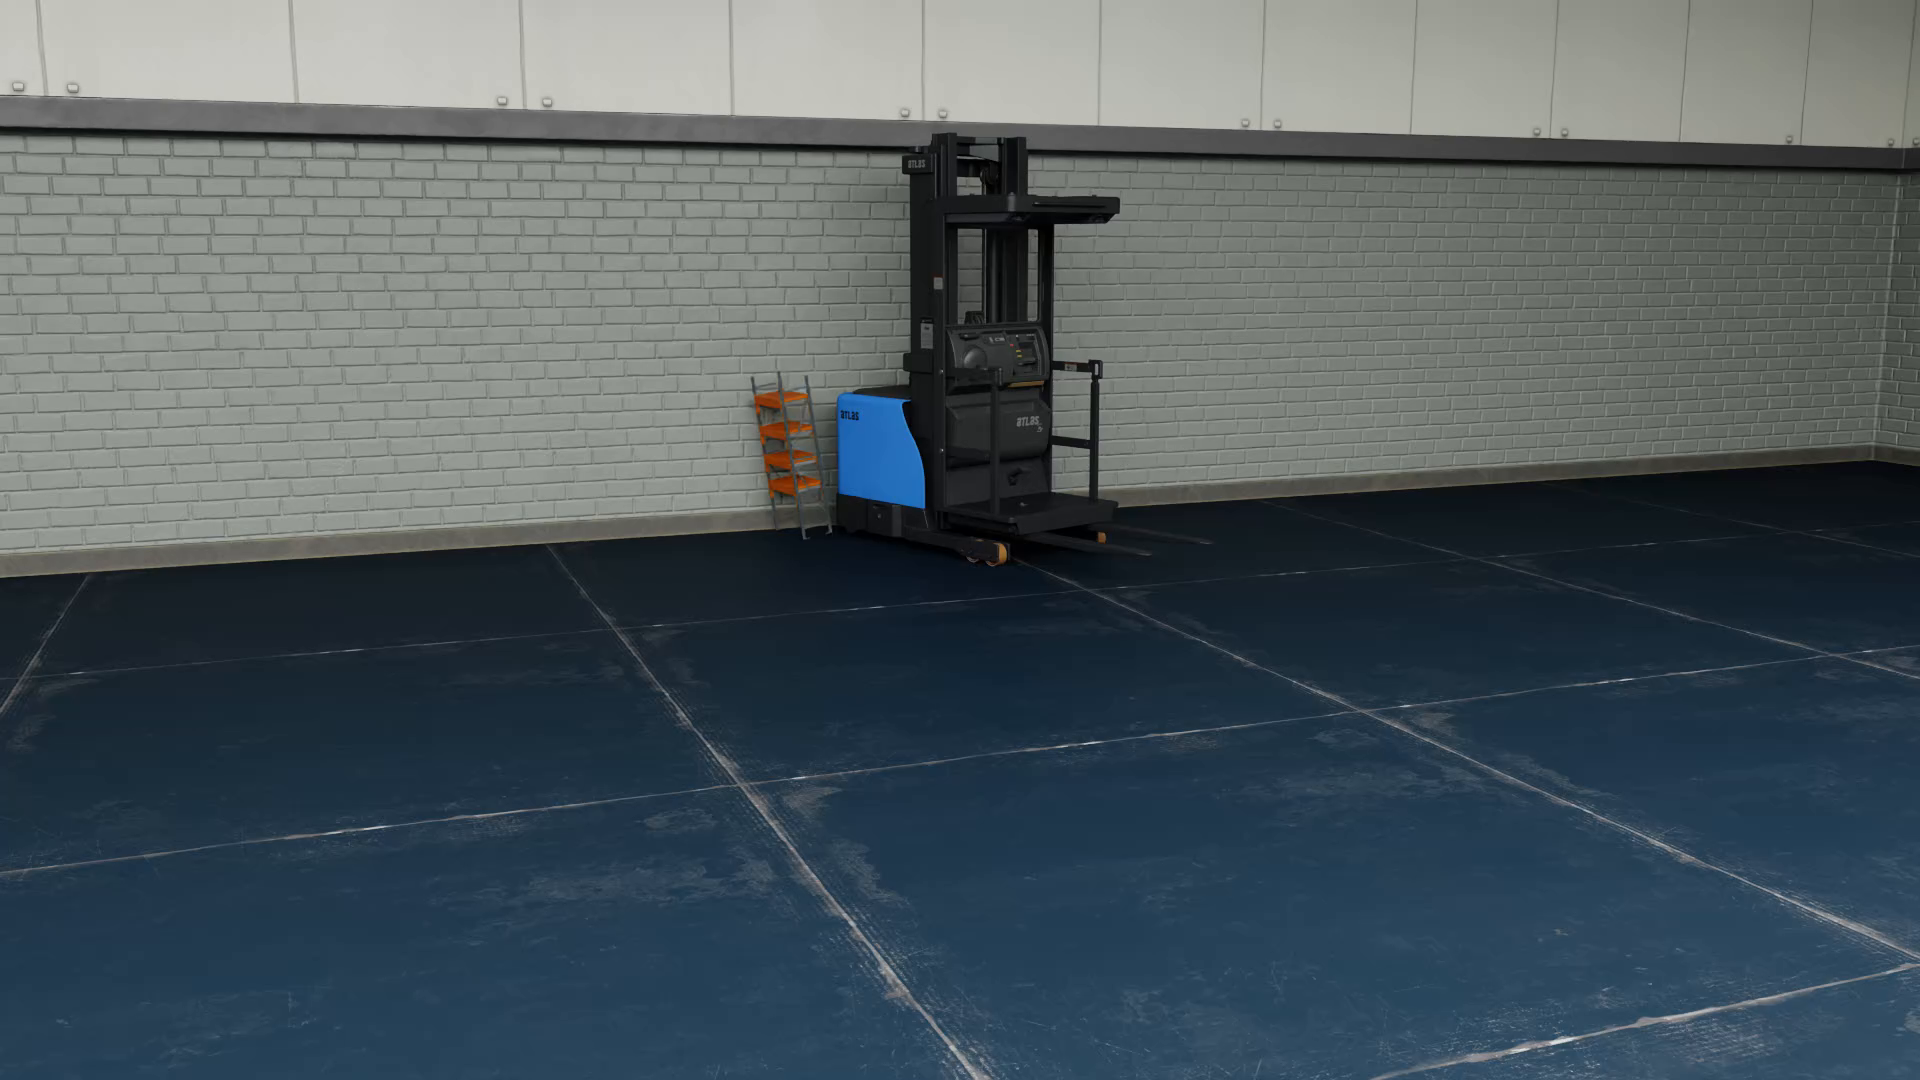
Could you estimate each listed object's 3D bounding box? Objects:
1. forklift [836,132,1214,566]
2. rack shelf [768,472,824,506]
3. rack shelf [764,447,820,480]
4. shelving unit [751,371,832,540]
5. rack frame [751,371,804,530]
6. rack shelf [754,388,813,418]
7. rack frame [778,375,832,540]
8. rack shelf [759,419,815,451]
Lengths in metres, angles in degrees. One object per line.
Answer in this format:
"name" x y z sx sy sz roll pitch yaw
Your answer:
"forklift" 0.422 -1.362 11.709 1.130 2.935 3.031 -9 14 -42
"rack shelf" -1.235 -0.388 12.590 0.258 0.148 0.480 -16 16 -28
"rack shelf" -1.261 -0.578 12.541 0.258 0.148 0.480 -16 16 -28
"shelving unit" -1.270 -0.643 12.524 0.258 1.200 0.503 -16 16 -28
"rack frame" -1.394 -0.679 12.731 0.240 1.200 0.015 -16 16 -28
"rack shelf" -1.322 -1.020 12.427 0.258 0.148 0.480 -16 16 -28
"rack frame" -1.146 -0.606 12.317 0.240 1.200 0.015 -16 16 -28
"rack shelf" -1.291 -0.793 12.485 0.258 0.148 0.480 -16 16 -28
